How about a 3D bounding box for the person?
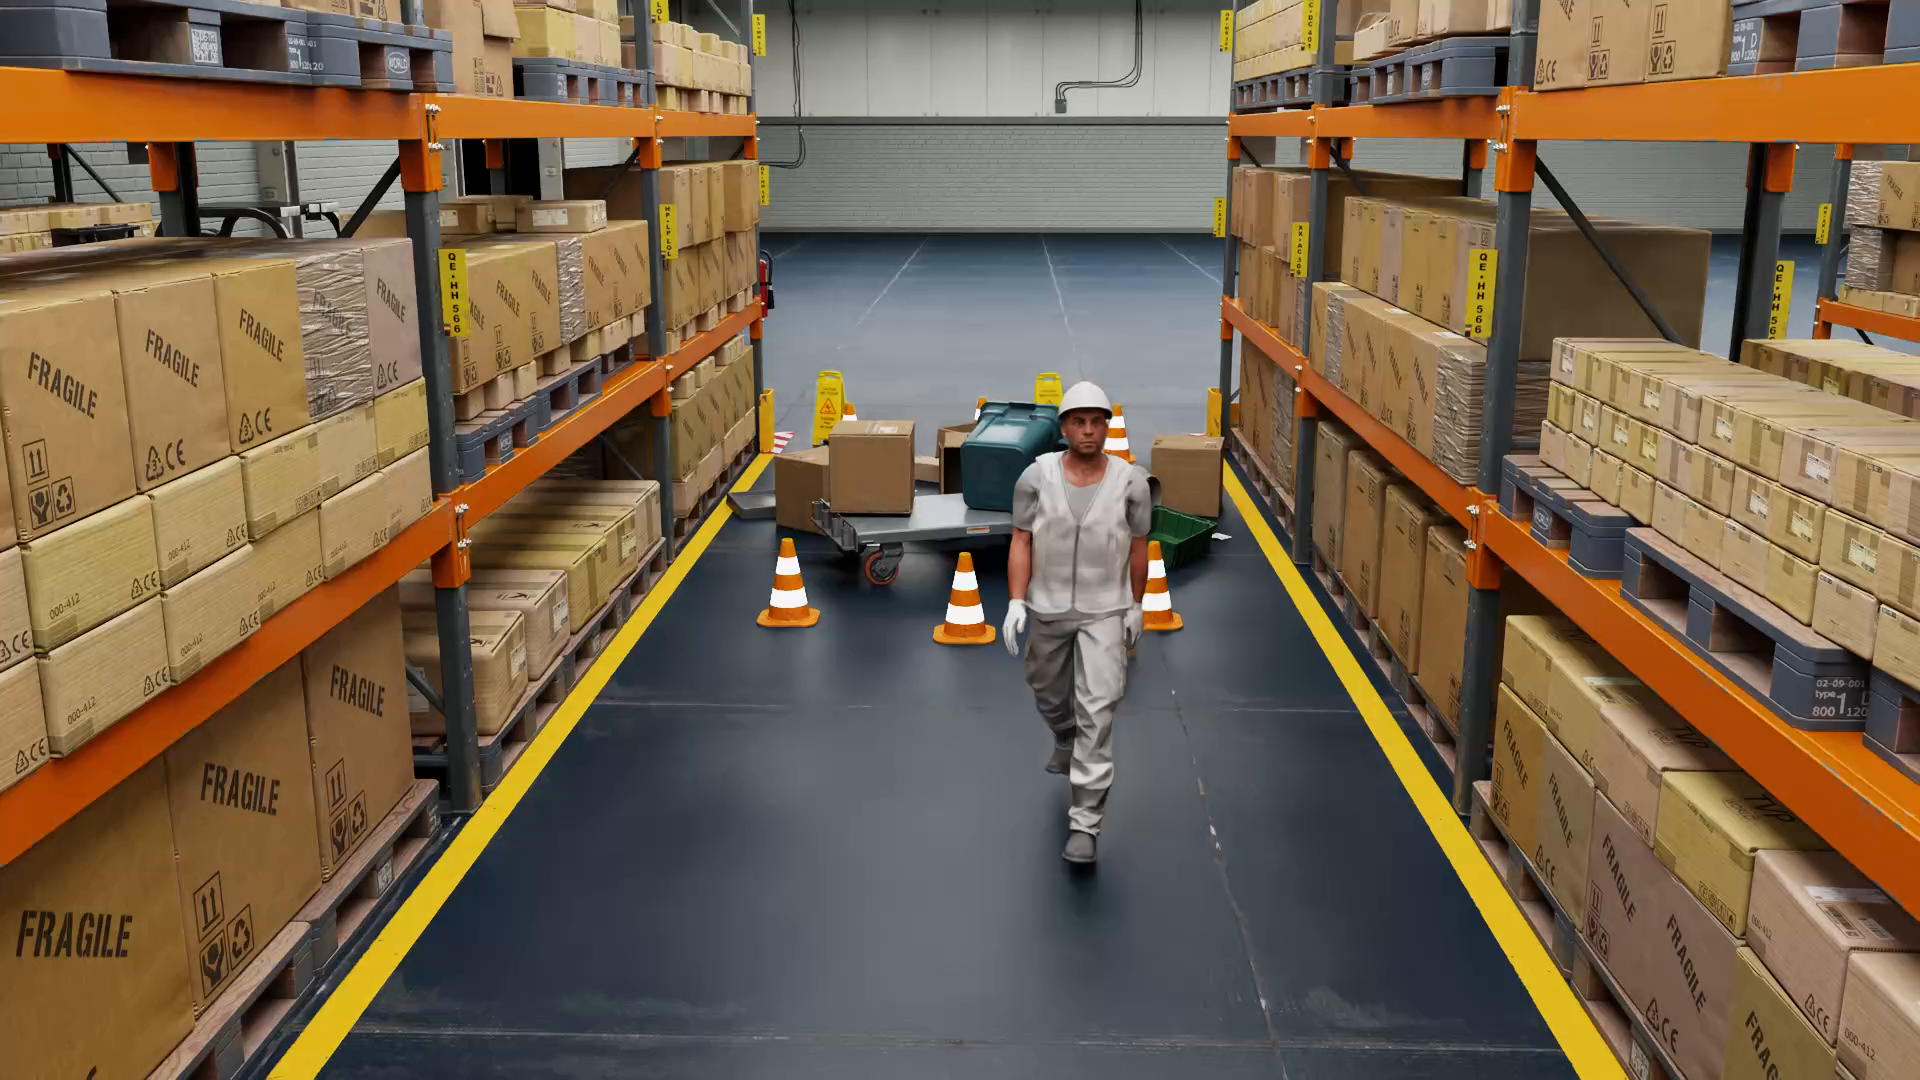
[{"bbox_3d":[0.451,0.264,6.364,0.529,1.747,1.036,3,14,11],"label":"person"}]
